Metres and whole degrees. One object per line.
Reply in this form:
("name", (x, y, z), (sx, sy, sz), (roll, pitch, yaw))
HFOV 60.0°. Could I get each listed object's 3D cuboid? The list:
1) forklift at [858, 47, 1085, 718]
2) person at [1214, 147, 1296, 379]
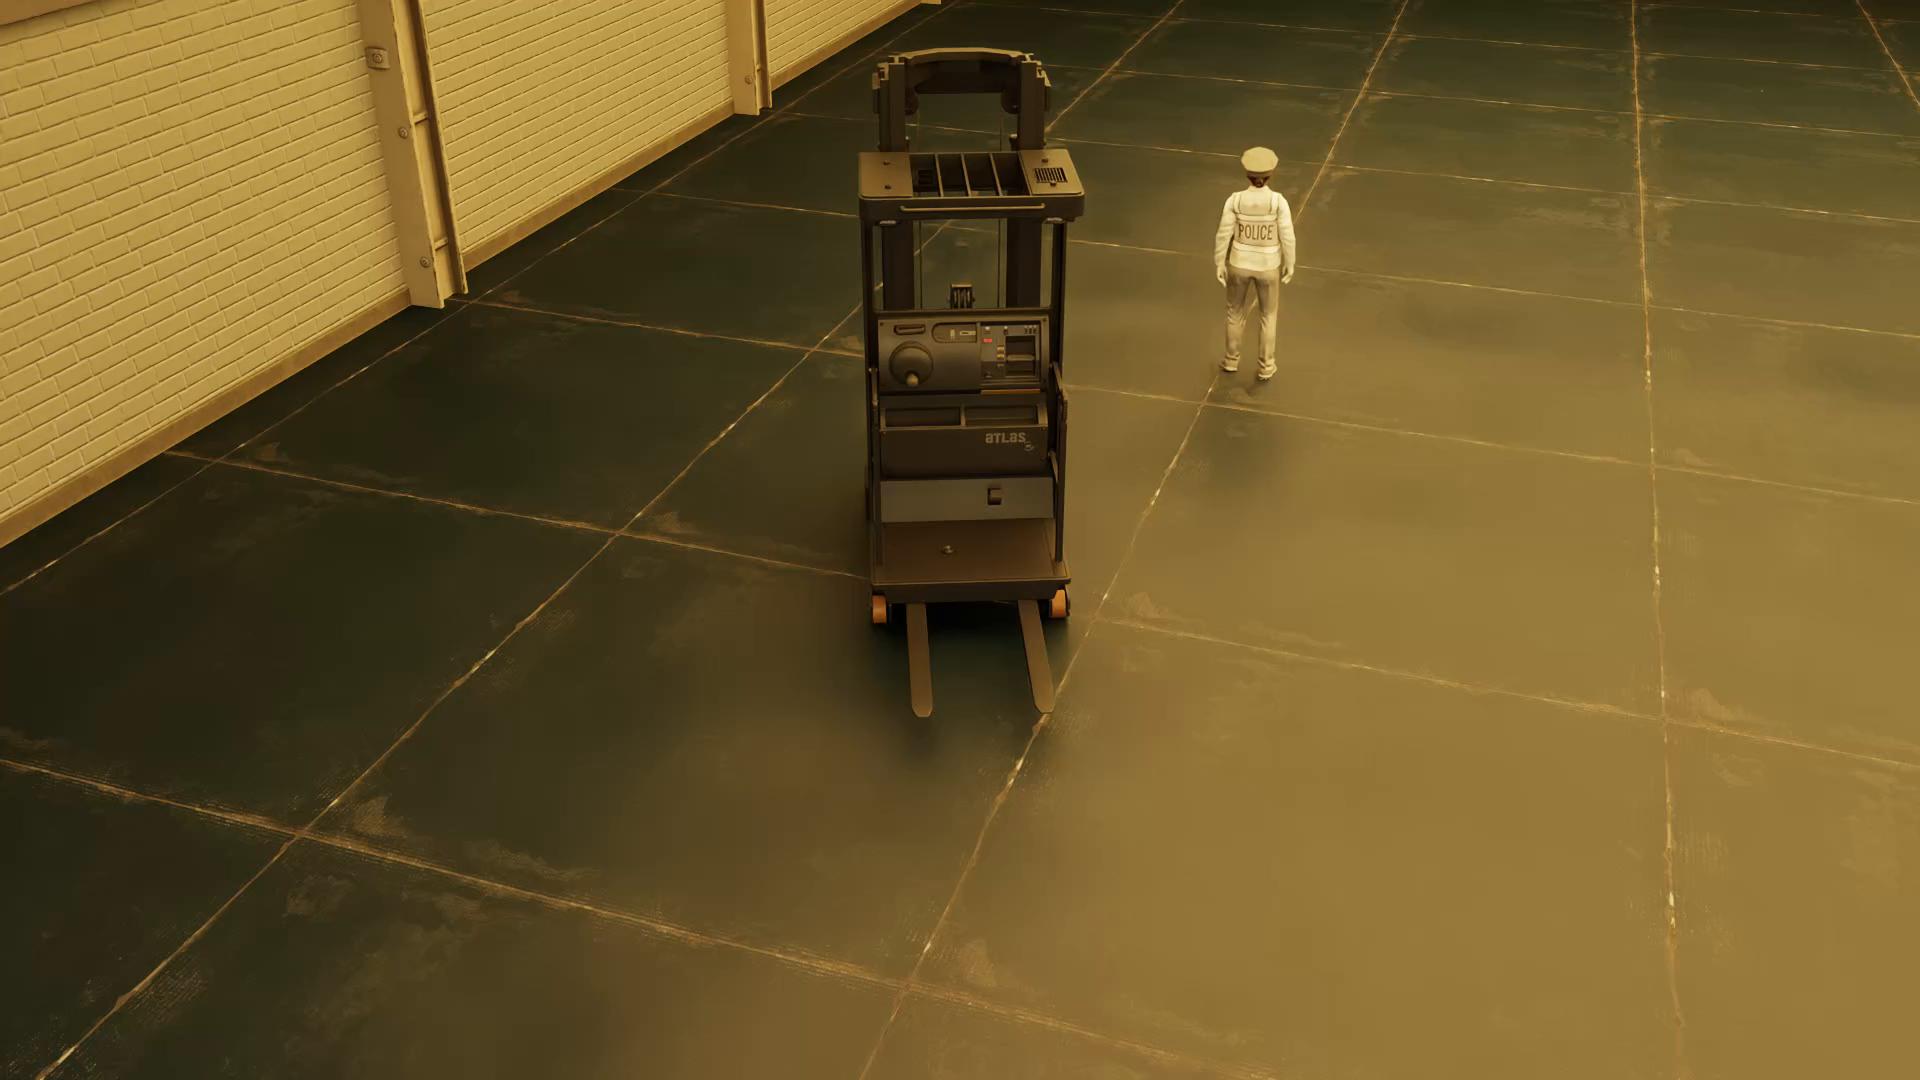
("forklift", (0.035, -0.972, 8.842), (1.130, 2.935, 3.031), (-2, 30, -3))
("person", (2.101, -1.959, 11.854), (0.568, 1.712, 0.449), (7, 31, 13))
